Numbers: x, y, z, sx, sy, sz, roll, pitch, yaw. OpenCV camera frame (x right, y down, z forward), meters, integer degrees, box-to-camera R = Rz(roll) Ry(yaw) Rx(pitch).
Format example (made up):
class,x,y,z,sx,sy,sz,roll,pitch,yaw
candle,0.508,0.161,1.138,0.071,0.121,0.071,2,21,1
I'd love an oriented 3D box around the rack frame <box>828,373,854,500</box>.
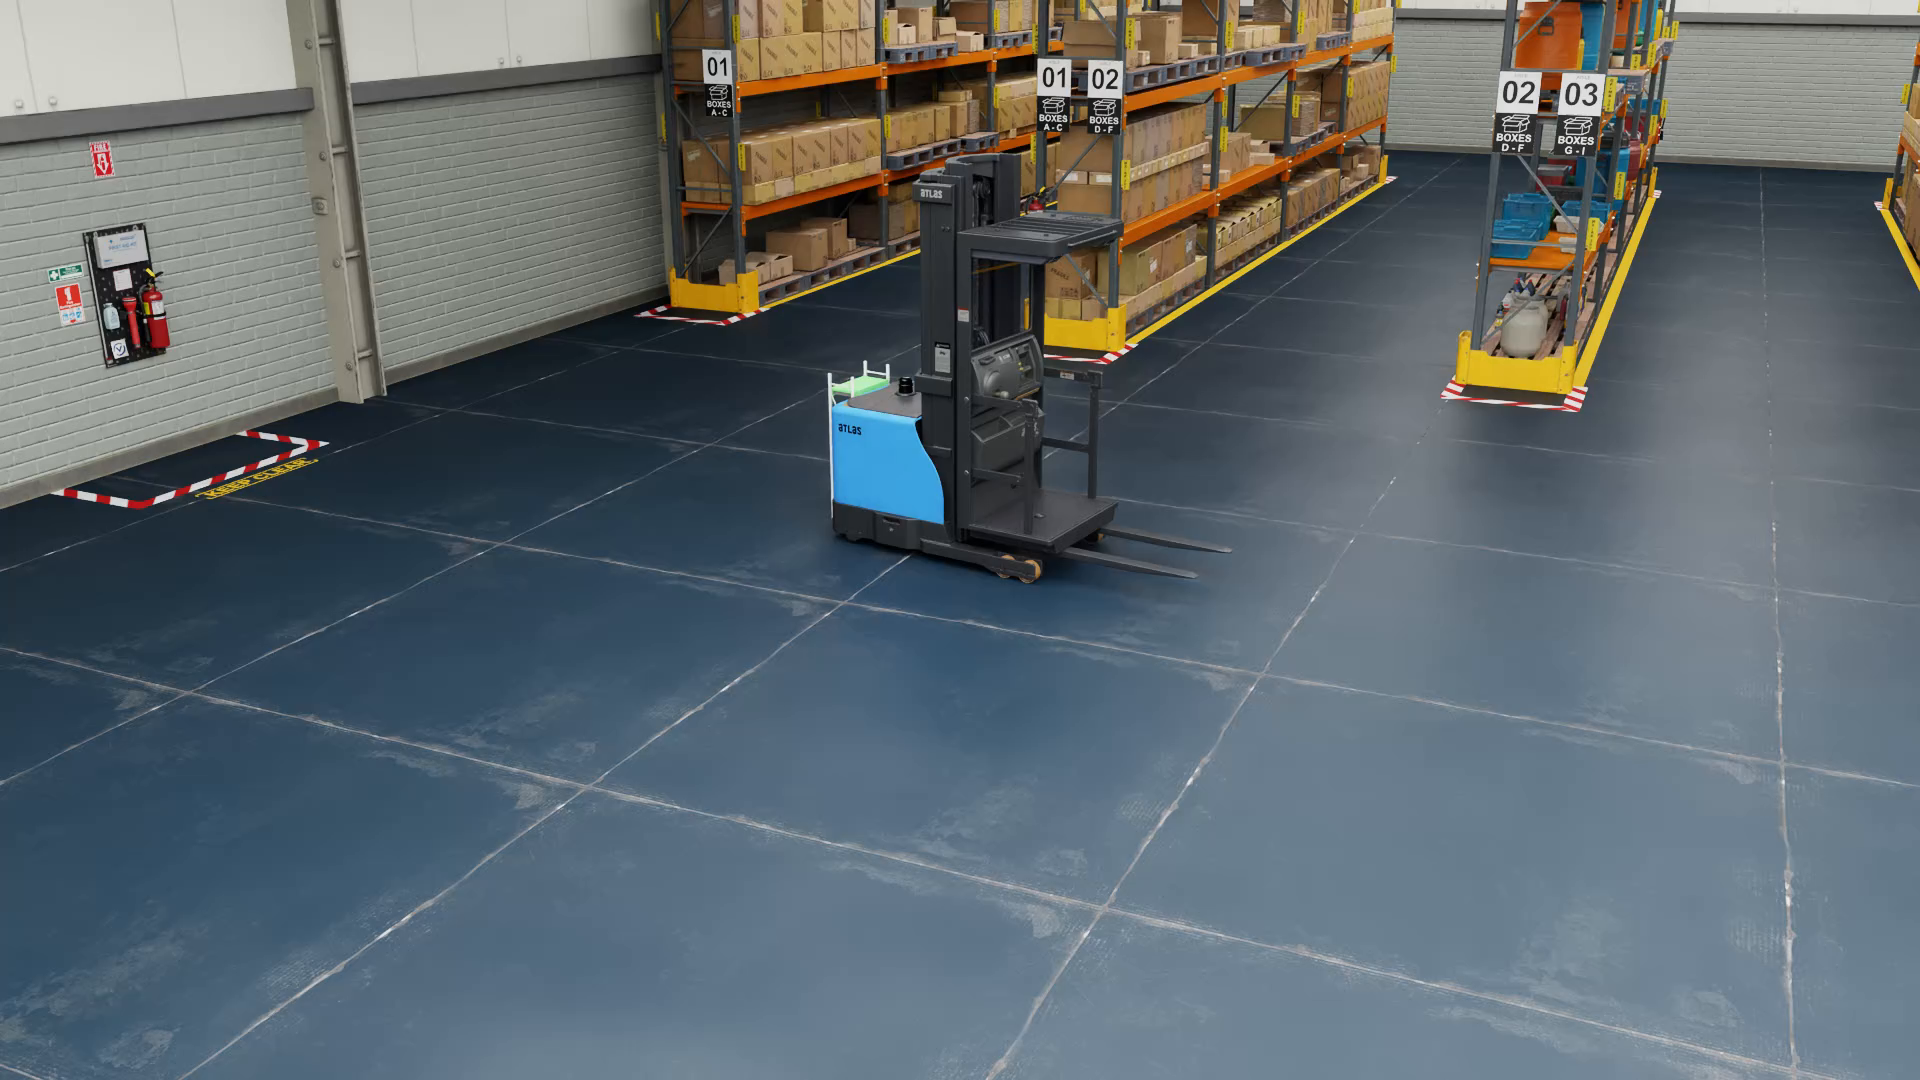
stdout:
class,x,y,z,sx,sy,sz,roll,pitch,yaw
rack frame,-0.932,-0.724,13.213,0.240,1.200,0.015,12,23,30

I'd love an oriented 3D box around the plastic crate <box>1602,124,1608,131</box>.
class,x,y,z,sx,sy,sz,roll,pitch,yaw
plastic crate,10.650,-6.898,27.822,0.392,0.384,0.575,9,21,23

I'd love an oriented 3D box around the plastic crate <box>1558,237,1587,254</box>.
class,x,y,z,sx,sy,sz,roll,pitch,yaw
plastic crate,6.517,-3.124,17.671,0.298,0.136,0.250,9,21,23

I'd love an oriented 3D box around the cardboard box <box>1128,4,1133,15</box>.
class,x,y,z,sx,sy,sz,roll,pitch,yaw
cardboard box,3.100,-10.438,32.812,0.500,0.250,0.500,8,21,21

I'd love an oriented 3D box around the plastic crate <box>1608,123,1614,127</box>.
class,x,y,z,sx,sy,sz,roll,pitch,yaw
plastic crate,11.209,-7.165,28.943,0.293,0.136,0.466,9,21,23

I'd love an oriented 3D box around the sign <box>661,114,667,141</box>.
class,x,y,z,sx,sy,sz,roll,pitch,yaw
sign,-3.680,-5.155,20.788,0.100,0.325,0.005,9,21,23

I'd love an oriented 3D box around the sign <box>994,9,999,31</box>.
class,x,y,z,sx,sy,sz,roll,pitch,yaw
sign,0.588,-8.406,26.880,0.100,0.325,0.005,9,21,23

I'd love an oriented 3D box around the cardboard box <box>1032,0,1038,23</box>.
class,x,y,z,sx,sy,sz,roll,pitch,yaw
cardboard box,1.103,-9.281,29.308,0.700,0.500,0.500,8,21,22

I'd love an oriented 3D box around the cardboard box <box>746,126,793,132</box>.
class,x,y,z,sx,sy,sz,roll,pitch,yaw
cardboard box,-2.554,-5.309,22.495,0.500,0.500,0.500,9,21,23

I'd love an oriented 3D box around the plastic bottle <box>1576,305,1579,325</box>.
class,x,y,z,sx,sy,sz,roll,pitch,yaw
plastic bottle,7.148,-2.650,19.358,0.097,0.271,0.097,0,20,0

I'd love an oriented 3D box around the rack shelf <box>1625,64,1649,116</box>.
class,x,y,z,sx,sy,sz,roll,pitch,yaw
rack shelf,8.313,-5.928,21.757,1.077,0.370,4.000,9,21,23

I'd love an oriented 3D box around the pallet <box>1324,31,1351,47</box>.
class,x,y,z,sx,sy,sz,roll,pitch,yaw
pallet,5.922,-8.503,28.206,1.213,0.211,1.003,9,21,23

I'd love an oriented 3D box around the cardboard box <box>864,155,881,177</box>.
class,x,y,z,sx,sy,sz,roll,pitch,yaw
cardboard box,-1.461,-5.354,23.740,0.500,0.250,0.500,9,21,23

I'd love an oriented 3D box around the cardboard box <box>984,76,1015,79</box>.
class,x,y,z,sx,sy,sz,roll,pitch,yaw
cardboard box,0.680,-8.018,29.296,0.500,0.250,0.500,8,21,21

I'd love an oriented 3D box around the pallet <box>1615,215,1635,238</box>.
class,x,y,z,sx,sy,sz,roll,pitch,yaw
pallet,10.416,-5.143,27.116,1.003,0.211,1.213,9,21,23

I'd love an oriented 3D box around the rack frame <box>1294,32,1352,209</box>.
class,x,y,z,sx,sy,sz,roll,pitch,yaw
rack frame,6.253,-7.368,29.210,1.000,3.000,0.127,9,21,23

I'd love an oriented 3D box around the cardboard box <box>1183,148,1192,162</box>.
class,x,y,z,sx,sy,sz,roll,pitch,yaw
cardboard box,2.746,-4.927,21.228,0.380,0.149,0.250,9,21,23

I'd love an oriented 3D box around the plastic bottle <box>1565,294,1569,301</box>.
class,x,y,z,sx,sy,sz,roll,pitch,yaw
plastic bottle,7.179,-2.782,19.711,0.061,0.283,0.133,9,21,23

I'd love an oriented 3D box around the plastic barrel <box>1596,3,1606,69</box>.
class,x,y,z,sx,sy,sz,roll,pitch,yaw
plastic barrel,7.773,-6.276,20.916,0.600,0.901,0.600,0,20,0

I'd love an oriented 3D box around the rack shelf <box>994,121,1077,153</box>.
class,x,y,z,sx,sy,sz,roll,pitch,yaw
rack shelf,0.913,-7.096,29.520,1.077,0.370,4.000,9,21,23

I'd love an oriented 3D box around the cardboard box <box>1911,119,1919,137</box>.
class,x,y,z,sx,sy,sz,roll,pitch,yaw
cardboard box,15.859,-6.717,27.160,0.500,0.250,0.500,8,21,22

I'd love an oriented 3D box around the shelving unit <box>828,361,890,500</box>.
class,x,y,z,sx,sy,sz,roll,pitch,yaw
shelving unit,-0.802,-0.793,13.408,0.258,1.200,0.503,12,23,30

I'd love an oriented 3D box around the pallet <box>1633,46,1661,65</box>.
class,x,y,z,sx,sy,sz,roll,pitch,yaw
pallet,9.535,-7.009,24.007,1.003,0.211,1.213,9,21,23

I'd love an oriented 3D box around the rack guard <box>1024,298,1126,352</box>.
class,x,y,z,sx,sy,sz,roll,pitch,yaw
rack guard,1.329,-2.515,19.294,1.175,0.500,0.348,9,21,23

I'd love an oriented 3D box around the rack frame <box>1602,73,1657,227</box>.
class,x,y,z,sx,sy,sz,roll,pitch,yaw
rack frame,10.770,-6.687,27.296,1.000,3.000,0.127,9,21,23

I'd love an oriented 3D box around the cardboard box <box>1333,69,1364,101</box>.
class,x,y,z,sx,sy,sz,roll,pitch,yaw
cardboard box,6.913,-8.150,29.766,0.500,0.500,0.500,8,21,21

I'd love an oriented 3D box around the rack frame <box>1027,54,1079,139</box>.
class,x,y,z,sx,sy,sz,roll,pitch,yaw
rack frame,1.732,-8.047,31.119,1.000,3.000,0.127,9,21,23

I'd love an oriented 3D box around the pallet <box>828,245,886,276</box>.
class,x,y,z,sx,sy,sz,roll,pitch,yaw
pallet,-1.787,-4.077,24.118,1.003,0.211,1.213,9,21,23

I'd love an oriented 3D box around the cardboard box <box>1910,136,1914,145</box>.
class,x,y,z,sx,sy,sz,roll,pitch,yaw
cardboard box,15.746,-6.498,27.139,0.380,0.149,0.250,9,21,24

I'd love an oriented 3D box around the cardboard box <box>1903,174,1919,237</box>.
class,x,y,z,sx,sy,sz,roll,pitch,yaw
cardboard box,15.045,-5.006,25.113,1.225,0.875,0.875,9,21,23

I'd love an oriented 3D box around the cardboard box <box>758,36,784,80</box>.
class,x,y,z,sx,sy,sz,roll,pitch,yaw
cardboard box,-2.564,-6.075,20.920,0.500,0.500,0.500,10,22,26

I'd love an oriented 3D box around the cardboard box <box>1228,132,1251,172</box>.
class,x,y,z,sx,sy,sz,roll,pitch,yaw
cardboard box,3.943,-5.677,24.307,0.500,0.500,0.500,7,21,20

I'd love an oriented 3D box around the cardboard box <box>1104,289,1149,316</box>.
class,x,y,z,sx,sy,sz,roll,pitch,yaw
cardboard box,1.963,-2.889,20.092,0.500,0.250,0.500,9,21,23

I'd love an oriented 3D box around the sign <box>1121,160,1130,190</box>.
class,x,y,z,sx,sy,sz,roll,pitch,yaw
sign,1.843,-4.067,18.518,0.100,0.325,0.005,9,21,23

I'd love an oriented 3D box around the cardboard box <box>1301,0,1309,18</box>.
class,x,y,z,sx,sy,sz,roll,pitch,yaw
cardboard box,5.217,-8.521,26.335,0.500,0.500,0.500,9,21,23

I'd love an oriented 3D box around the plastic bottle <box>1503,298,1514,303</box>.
class,x,y,z,sx,sy,sz,roll,pitch,yaw
plastic bottle,6.394,-2.680,19.437,0.152,0.276,0.135,8,21,21

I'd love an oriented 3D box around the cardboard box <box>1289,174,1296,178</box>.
class,x,y,z,sx,sy,sz,roll,pitch,yaw
cardboard box,5.413,-5.967,28.344,0.500,0.500,0.500,9,21,23

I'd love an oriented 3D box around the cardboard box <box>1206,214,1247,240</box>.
class,x,y,z,sx,sy,sz,roll,pitch,yaw
cardboard box,3.794,-4.492,23.763,0.500,0.311,0.500,8,21,21

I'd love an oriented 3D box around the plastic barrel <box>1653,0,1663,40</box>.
class,x,y,z,sx,sy,sz,roll,pitch,yaw
plastic barrel,10.582,-8.080,25.829,0.600,0.588,0.600,0,20,0

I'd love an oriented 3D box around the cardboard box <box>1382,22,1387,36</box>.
class,x,y,z,sx,sy,sz,roll,pitch,yaw
cardboard box,7.706,-9.589,31.202,0.500,0.250,0.500,9,21,23

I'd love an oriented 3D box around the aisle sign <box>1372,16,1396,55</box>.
class,x,y,z,sx,sy,sz,roll,pitch,yaw
aisle sign,8.198,-9.795,32.154,0.394,0.787,0.004,9,21,23

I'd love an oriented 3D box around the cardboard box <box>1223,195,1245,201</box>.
class,x,y,z,sx,sy,sz,roll,pitch,yaw
cardboard box,4.133,-5.192,25.732,0.500,0.311,0.500,9,22,25

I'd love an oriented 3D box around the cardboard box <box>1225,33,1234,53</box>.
class,x,y,z,sx,sy,sz,roll,pitch,yaw
cardboard box,3.460,-6.818,22.785,0.500,0.250,0.500,6,21,17

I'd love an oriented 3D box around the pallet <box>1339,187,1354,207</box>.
class,x,y,z,sx,sy,sz,roll,pitch,yaw
pallet,6.535,-6.264,30.268,1.003,0.211,1.213,9,21,23

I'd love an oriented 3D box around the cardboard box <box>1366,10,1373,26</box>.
class,x,y,z,sx,sy,sz,roll,pitch,yaw
cardboard box,7.097,-9.365,29.827,0.500,0.250,0.500,9,21,23

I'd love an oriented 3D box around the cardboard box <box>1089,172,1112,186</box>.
class,x,y,z,sx,sy,sz,roll,pitch,yaw
cardboard box,1.696,-4.143,19.024,0.380,0.149,0.250,8,21,22

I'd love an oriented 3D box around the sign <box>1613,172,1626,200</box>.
class,x,y,z,sx,sy,sz,roll,pitch,yaw
sign,7.992,-4.293,20.151,0.100,0.325,0.005,9,21,23

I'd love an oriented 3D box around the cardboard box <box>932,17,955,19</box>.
class,x,y,z,sx,sy,sz,roll,pitch,yaw
cardboard box,-0.411,-8.105,26.627,0.500,0.500,0.500,9,21,23

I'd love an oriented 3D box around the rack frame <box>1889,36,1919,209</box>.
class,x,y,z,sx,sy,sz,roll,pitch,yaw
rack frame,16.927,-7.231,28.823,1.000,3.000,0.127,9,21,23

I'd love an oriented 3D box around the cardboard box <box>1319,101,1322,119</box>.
class,x,y,z,sx,sy,sz,roll,pitch,yaw
cardboard box,6.224,-7.603,29.722,0.500,0.500,0.500,9,21,24

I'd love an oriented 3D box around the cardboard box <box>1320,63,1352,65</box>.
class,x,y,z,sx,sy,sz,roll,pitch,yaw
cardboard box,7.052,-8.697,31.304,0.500,0.500,0.500,9,21,23

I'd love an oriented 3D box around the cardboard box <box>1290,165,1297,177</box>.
class,x,y,z,sx,sy,sz,roll,pitch,yaw
cardboard box,5.423,-6.331,28.249,0.500,0.250,0.500,9,21,23

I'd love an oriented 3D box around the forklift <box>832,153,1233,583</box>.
class,x,y,z,sx,sy,sz,roll,pitch,yaw
forklift,0.528,-1.271,12.167,3.031,2.935,1.130,12,23,30

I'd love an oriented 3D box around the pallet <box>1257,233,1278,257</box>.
class,x,y,z,sx,sy,sz,roll,pitch,yaw
pallet,4.242,-4.585,25.547,1.003,0.211,1.213,9,21,23

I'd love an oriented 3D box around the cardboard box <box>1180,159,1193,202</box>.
class,x,y,z,sx,sy,sz,roll,pitch,yaw
cardboard box,2.591,-4.671,21.477,0.700,0.500,0.500,8,21,22

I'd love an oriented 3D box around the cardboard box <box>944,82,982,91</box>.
class,x,y,z,sx,sy,sz,roll,pitch,yaw
cardboard box,0.043,-7.548,27.974,0.500,0.250,0.500,9,22,24

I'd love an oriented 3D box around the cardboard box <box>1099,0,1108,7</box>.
class,x,y,z,sx,sy,sz,roll,pitch,yaw
cardboard box,2.485,-10.325,31.377,0.500,0.500,0.500,8,21,22

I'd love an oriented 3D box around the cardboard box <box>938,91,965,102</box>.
class,x,y,z,sx,sy,sz,roll,pitch,yaw
cardboard box,-0.138,-7.174,26.891,0.380,0.149,0.250,5,20,14

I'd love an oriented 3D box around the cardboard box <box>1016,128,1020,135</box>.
class,x,y,z,sx,sy,sz,roll,pitch,yaw
cardboard box,0.826,-7.104,28.812,0.380,0.149,0.250,9,21,24

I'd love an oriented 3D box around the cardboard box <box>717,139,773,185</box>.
class,x,y,z,sx,sy,sz,roll,pitch,yaw
cardboard box,-2.712,-4.775,20.994,0.500,0.500,0.500,9,21,23
